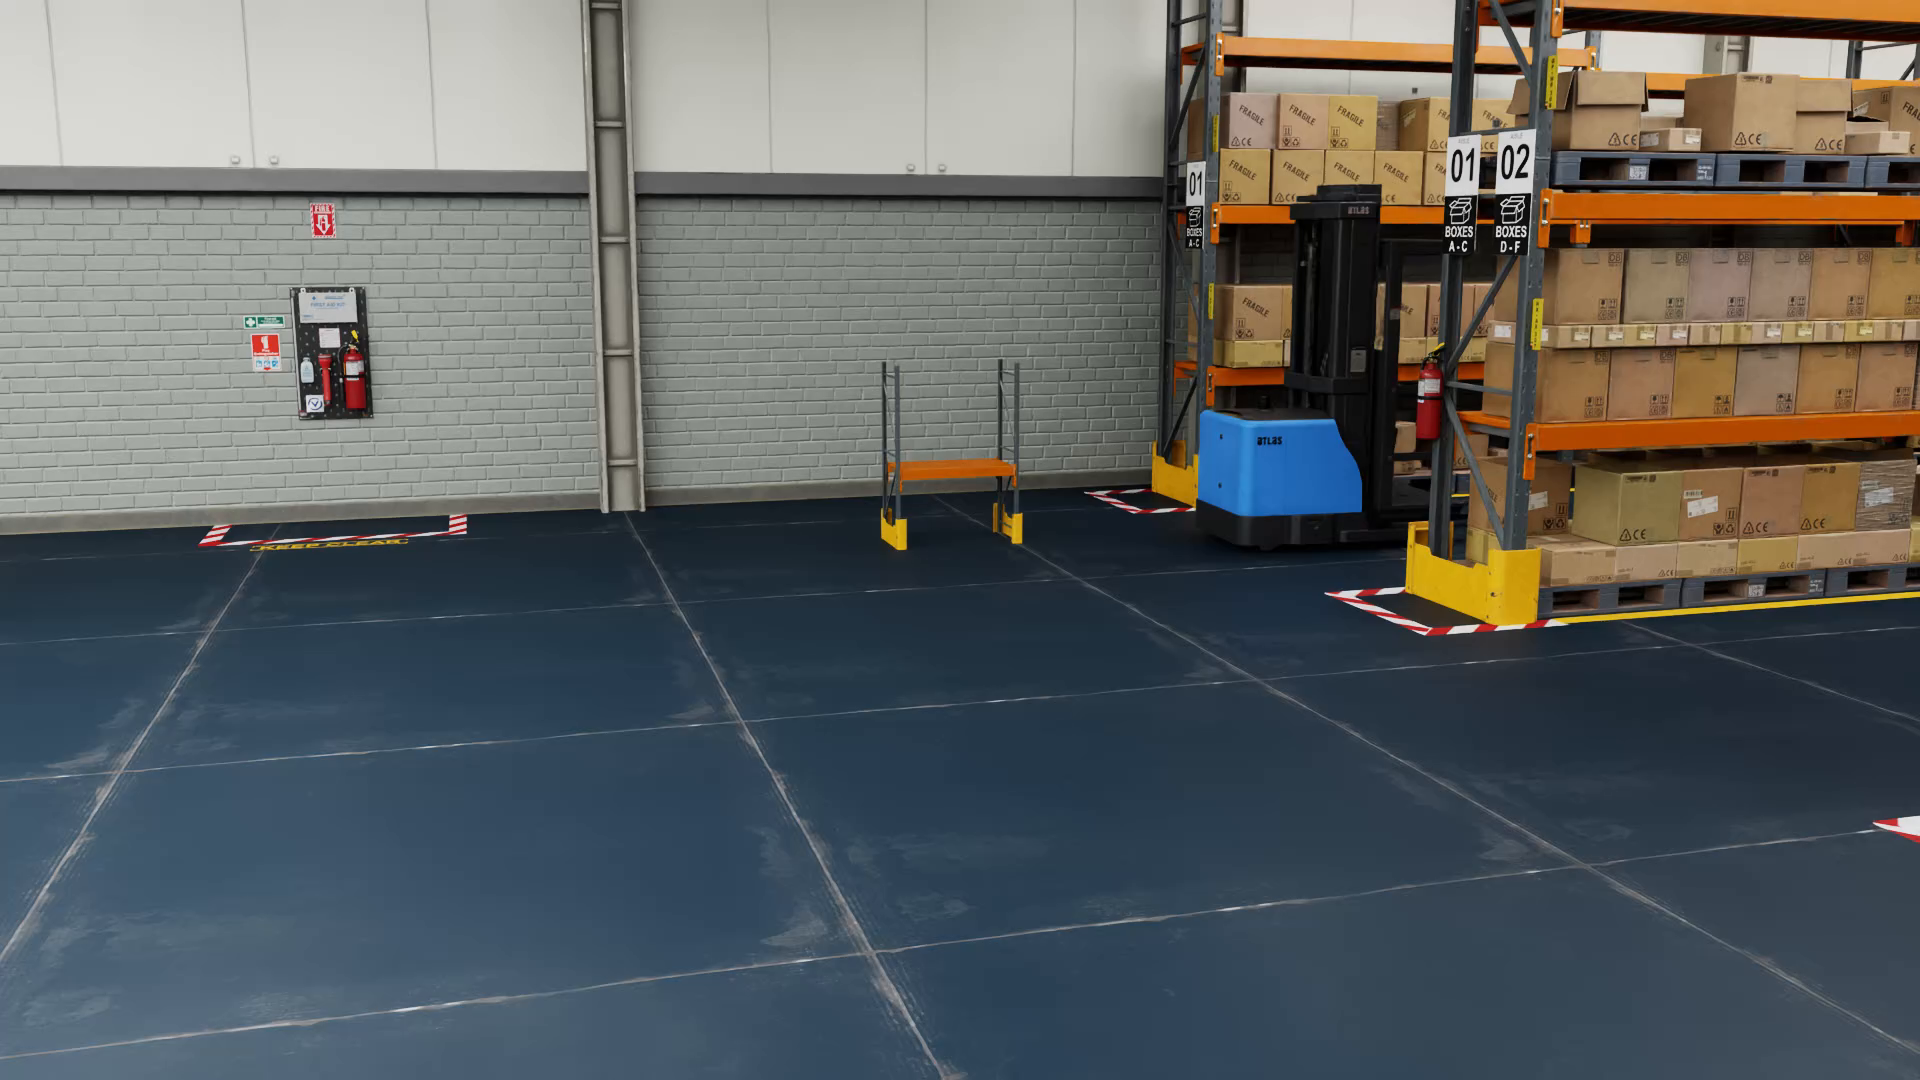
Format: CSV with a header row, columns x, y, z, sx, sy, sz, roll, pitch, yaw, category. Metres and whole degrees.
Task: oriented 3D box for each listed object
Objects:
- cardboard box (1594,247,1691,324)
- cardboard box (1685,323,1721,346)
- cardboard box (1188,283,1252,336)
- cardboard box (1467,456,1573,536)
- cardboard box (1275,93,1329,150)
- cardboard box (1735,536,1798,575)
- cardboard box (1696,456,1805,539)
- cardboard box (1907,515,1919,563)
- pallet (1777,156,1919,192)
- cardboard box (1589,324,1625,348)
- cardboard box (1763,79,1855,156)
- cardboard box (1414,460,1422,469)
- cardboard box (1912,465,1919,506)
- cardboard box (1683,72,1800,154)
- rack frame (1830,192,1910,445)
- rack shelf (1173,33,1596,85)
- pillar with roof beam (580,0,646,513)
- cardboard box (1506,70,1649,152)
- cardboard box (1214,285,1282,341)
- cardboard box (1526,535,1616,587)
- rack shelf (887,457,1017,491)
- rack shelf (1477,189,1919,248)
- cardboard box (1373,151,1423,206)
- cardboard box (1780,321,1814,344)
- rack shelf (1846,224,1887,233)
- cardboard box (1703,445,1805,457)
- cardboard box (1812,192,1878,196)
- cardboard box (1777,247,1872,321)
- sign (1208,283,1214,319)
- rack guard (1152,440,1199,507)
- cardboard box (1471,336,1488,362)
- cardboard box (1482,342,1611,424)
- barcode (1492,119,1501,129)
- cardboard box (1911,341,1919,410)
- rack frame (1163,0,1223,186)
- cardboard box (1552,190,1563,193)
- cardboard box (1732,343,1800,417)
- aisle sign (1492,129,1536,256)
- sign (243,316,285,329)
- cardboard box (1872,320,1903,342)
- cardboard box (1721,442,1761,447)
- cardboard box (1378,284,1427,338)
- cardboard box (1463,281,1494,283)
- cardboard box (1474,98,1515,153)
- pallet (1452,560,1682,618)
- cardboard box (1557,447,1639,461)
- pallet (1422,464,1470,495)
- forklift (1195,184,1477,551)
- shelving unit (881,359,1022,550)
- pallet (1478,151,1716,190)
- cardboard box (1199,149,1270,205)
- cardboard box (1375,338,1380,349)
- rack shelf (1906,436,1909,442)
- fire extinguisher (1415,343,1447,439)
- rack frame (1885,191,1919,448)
x,y,z,sx,sy,sz,roll,pitch,yaw,category
4.562,-1.757,11.448,0.500,0.500,0.700,-3,11,-17,cardboard box
4.984,-1.422,11.416,0.250,0.149,0.380,-3,11,-18,cardboard box
2.561,-2.245,16.245,0.500,0.500,0.500,-3,11,-17,cardboard box
3.988,-0.320,11.865,0.500,0.500,0.500,-3,11,-16,cardboard box
3.102,-3.899,15.564,0.500,0.500,0.500,-3,11,-17,cardboard box
5.574,0.063,11.853,0.500,0.250,0.500,-3,11,-16,cardboard box
5.574,-0.305,11.784,0.500,0.500,0.500,-3,11,-16,cardboard box
7.013,-0.014,12.271,0.500,0.250,0.500,-3,11,-16,cardboard box
6.585,-2.605,11.871,1.213,0.211,1.003,-3,11,-16,pallet
4.246,-1.383,11.206,0.250,0.149,0.380,-3,11,-17,cardboard box
5.781,-2.961,11.728,0.637,0.503,0.797,-2,11,-10,cardboard box
4.468,-0.819,16.868,0.250,0.149,0.380,-4,11,-21,cardboard box
7.706,-0.421,12.936,0.500,0.311,0.500,-3,11,-16,cardboard box
5.227,-2.855,11.161,0.500,0.500,0.500,-3,11,-16,cardboard box
9.849,-2.284,18.170,0.127,3.000,1.000,-3,11,-16,rack frame
4.089,-4.576,16.043,4.000,0.370,1.077,-3,11,-16,rack shelf
-1.959,-3.964,10.722,0.400,9.000,9.100,-3,11,-16,pillar with roof beam
4.109,-2.848,11.116,0.637,0.503,0.797,-2,11,-12,cardboard box
2.711,-2.156,15.762,0.500,0.500,0.500,-3,11,-16,cardboard box
4.133,0.139,11.442,0.500,0.250,0.500,-3,11,-16,cardboard box
-0.082,-0.556,13.920,1.000,0.185,0.538,-3,11,-16,rack shelf
5.477,-2.241,11.637,4.000,0.370,1.077,-3,11,-16,rack shelf
4.091,-3.466,15.972,0.500,0.500,0.500,-2,11,-12,cardboard box
5.722,-1.460,11.625,0.250,0.149,0.380,-3,11,-14,cardboard box
11.770,-3.507,18.513,4.000,0.370,1.077,-3,11,-16,rack shelf
5.904,-0.424,12.430,0.500,0.500,0.500,-3,11,-16,cardboard box
9.234,-3.642,17.451,0.500,0.311,0.500,-3,11,-16,cardboard box
6.007,-1.834,11.862,0.500,0.500,0.700,-3,11,-16,cardboard box
2.320,-2.211,15.380,0.005,0.325,0.100,-3,11,-16,sign
2.241,-0.654,16.218,0.348,0.500,1.175,-3,11,-16,rack guard
5.158,-1.917,16.536,0.500,0.250,0.500,-3,11,-16,cardboard box
4.008,-1.089,11.401,0.500,0.500,0.700,-3,11,-16,cardboard box
3.711,-2.878,11.508,0.075,0.075,0.001,-3,11,-16,barcode
6.973,-1.247,12.256,0.500,0.500,0.700,-3,11,-17,cardboard box
2.168,-4.830,15.427,0.127,3.000,1.000,-3,11,-16,rack frame
5.591,-3.547,16.415,0.500,0.500,0.500,-3,11,-14,cardboard box
5.494,-1.168,11.829,0.500,0.500,0.700,-3,11,-14,cardboard box
3.579,-2.240,10.751,0.004,0.787,0.394,-3,11,-16,aisle sign
-6.099,-1.910,14.574,0.331,0.109,0.001,-3,11,-16,sign
6.455,-1.499,11.835,0.250,0.149,0.380,-3,11,-16,cardboard box
8.176,-1.190,17.914,0.500,0.500,0.700,-3,11,-16,cardboard box
4.178,-2.233,16.177,0.500,0.500,0.500,-3,11,-14,cardboard box
5.499,-2.399,17.082,0.500,0.500,0.500,-3,11,-17,cardboard box
5.077,-4.006,16.142,0.500,0.500,0.500,-2,11,-13,cardboard box
4.279,0.307,11.796,1.213,0.211,1.003,-3,11,-16,pallet
6.711,-1.109,17.475,0.500,0.500,0.700,-3,11,-14,cardboard box
5.374,-0.670,17.105,1.213,0.211,1.003,-3,11,-16,pallet
3.596,-1.474,13.959,3.031,2.935,1.130,-3,11,-14,forklift
-0.073,-0.734,13.890,1.083,1.500,0.587,-3,11,-16,shelving unit
4.243,-2.481,11.200,1.213,0.211,1.003,-3,11,-16,pallet
2.559,-3.387,15.544,0.500,0.500,0.500,-3,11,-14,cardboard box
3.711,-1.838,16.107,0.500,0.250,0.500,-3,11,-17,cardboard box
9.317,-0.968,13.008,4.000,0.370,1.077,-3,11,-16,rack shelf
3.313,-1.055,11.707,0.183,0.674,0.296,-3,11,-16,fire extinguisher
7.397,-1.221,12.393,0.127,3.000,1.000,-3,11,-16,rack frame
